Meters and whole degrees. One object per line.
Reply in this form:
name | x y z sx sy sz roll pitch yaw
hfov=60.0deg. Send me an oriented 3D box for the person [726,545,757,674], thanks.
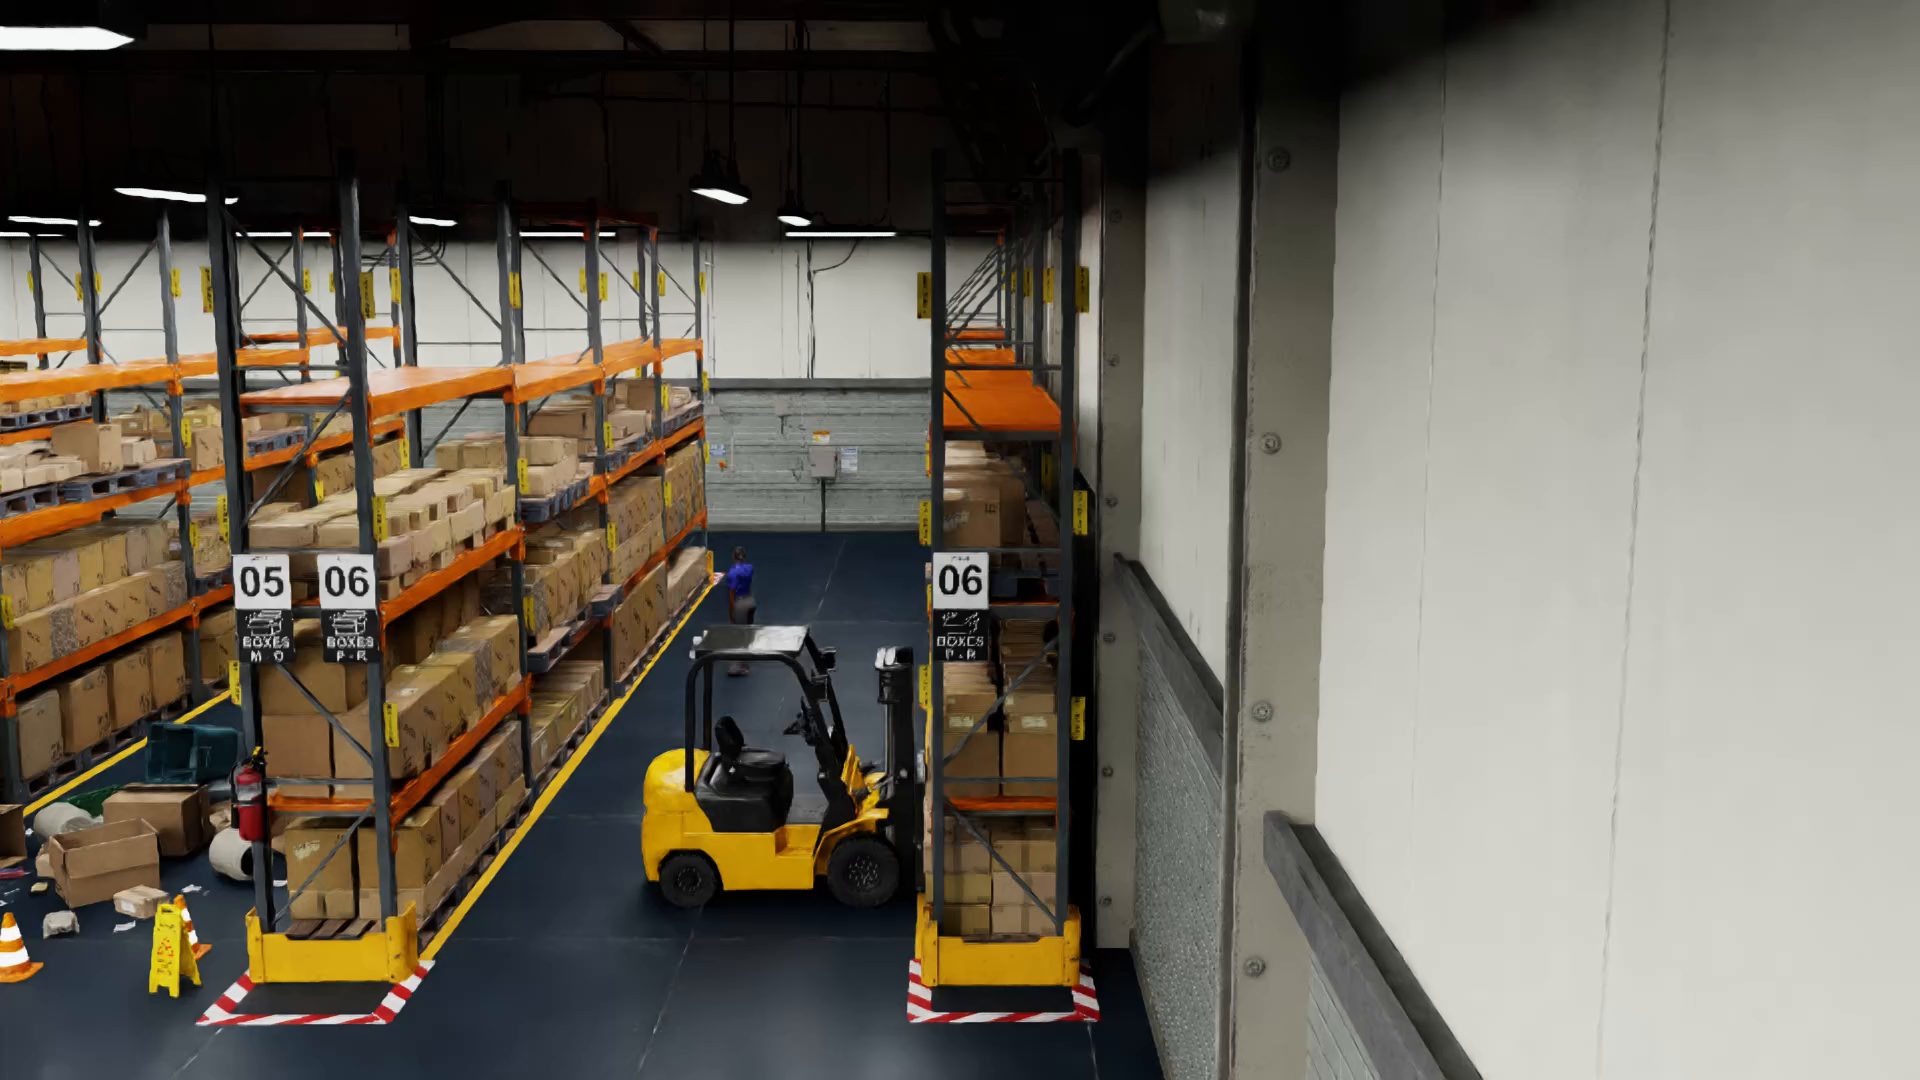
person | -2.887 0.890 21.641 0.467 1.661 0.497 5 10 28
